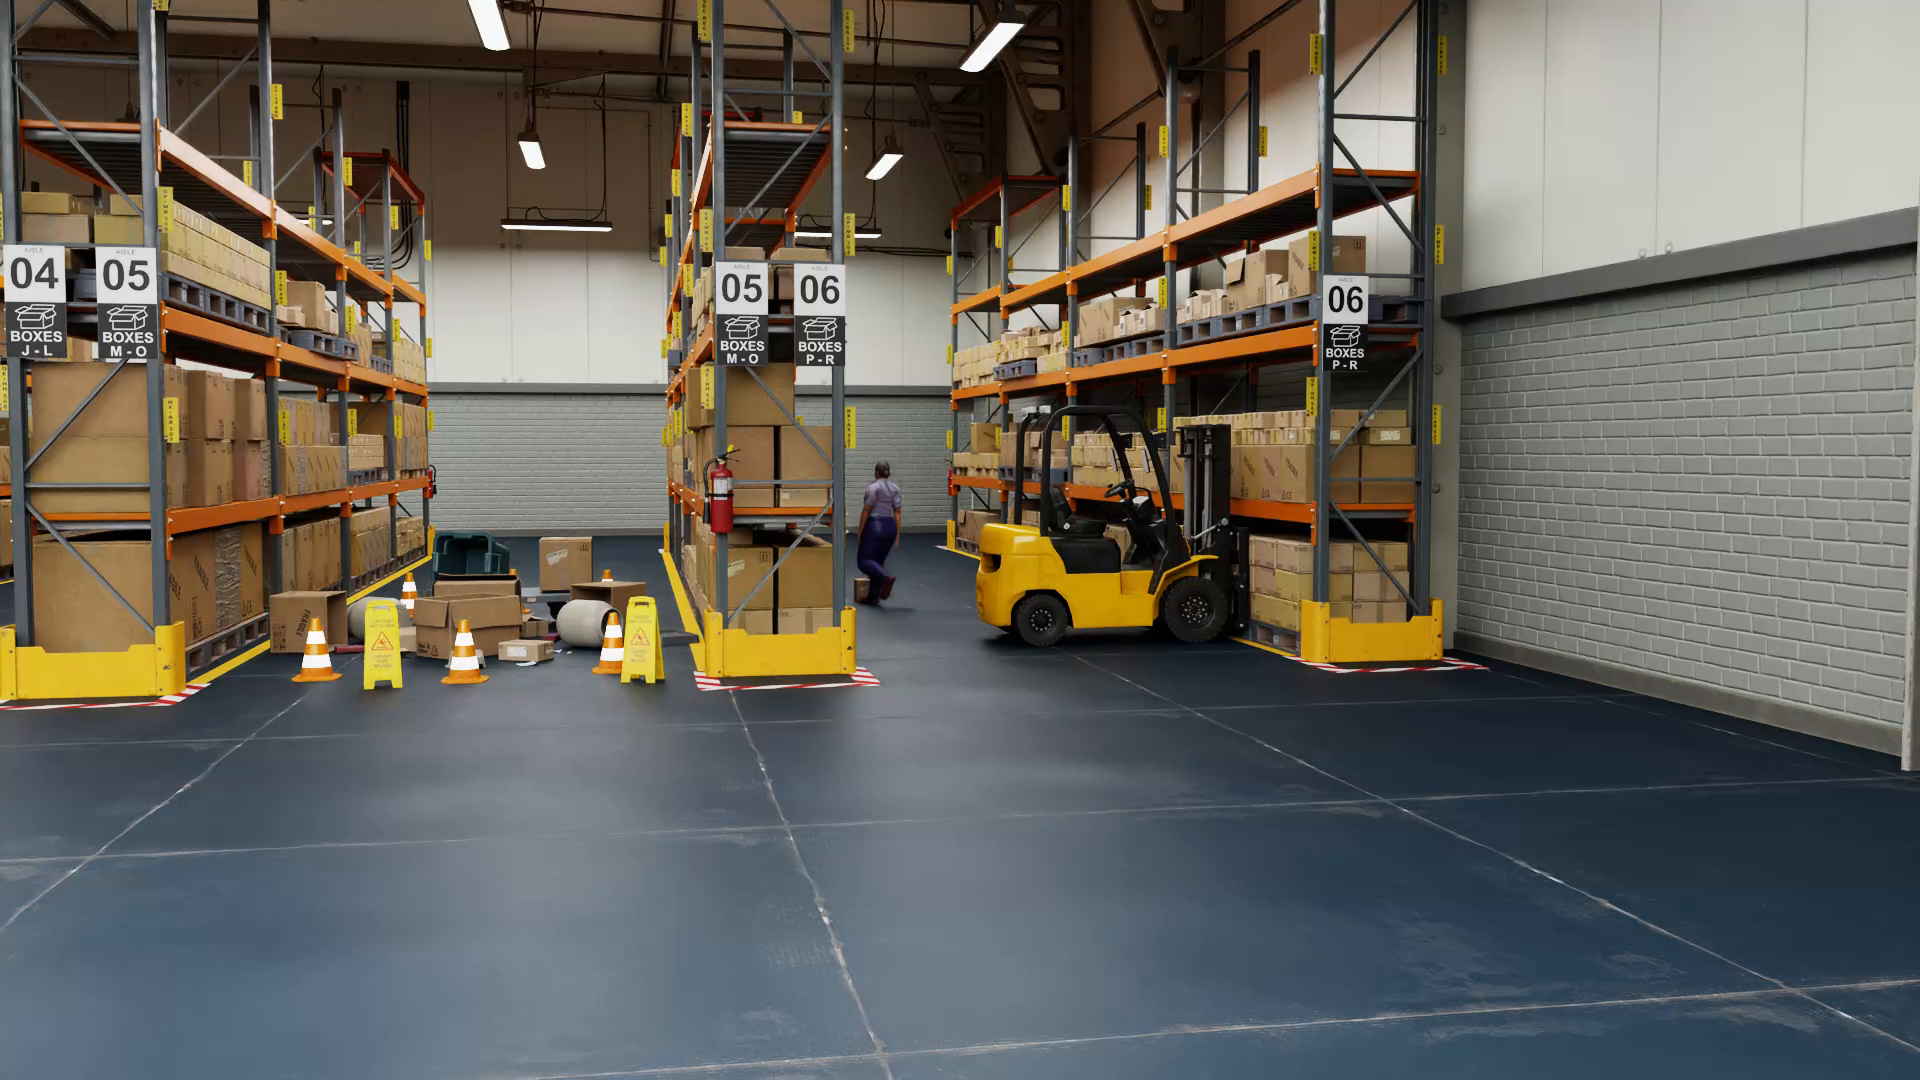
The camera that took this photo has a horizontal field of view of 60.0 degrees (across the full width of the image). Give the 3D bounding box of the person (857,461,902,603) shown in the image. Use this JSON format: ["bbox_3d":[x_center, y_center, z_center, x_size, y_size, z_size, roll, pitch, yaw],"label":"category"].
[{"bbox_3d":[-0.899,-0.076,18.815,0.509,1.614,0.774,-3,4,-44],"label":"person"}]
